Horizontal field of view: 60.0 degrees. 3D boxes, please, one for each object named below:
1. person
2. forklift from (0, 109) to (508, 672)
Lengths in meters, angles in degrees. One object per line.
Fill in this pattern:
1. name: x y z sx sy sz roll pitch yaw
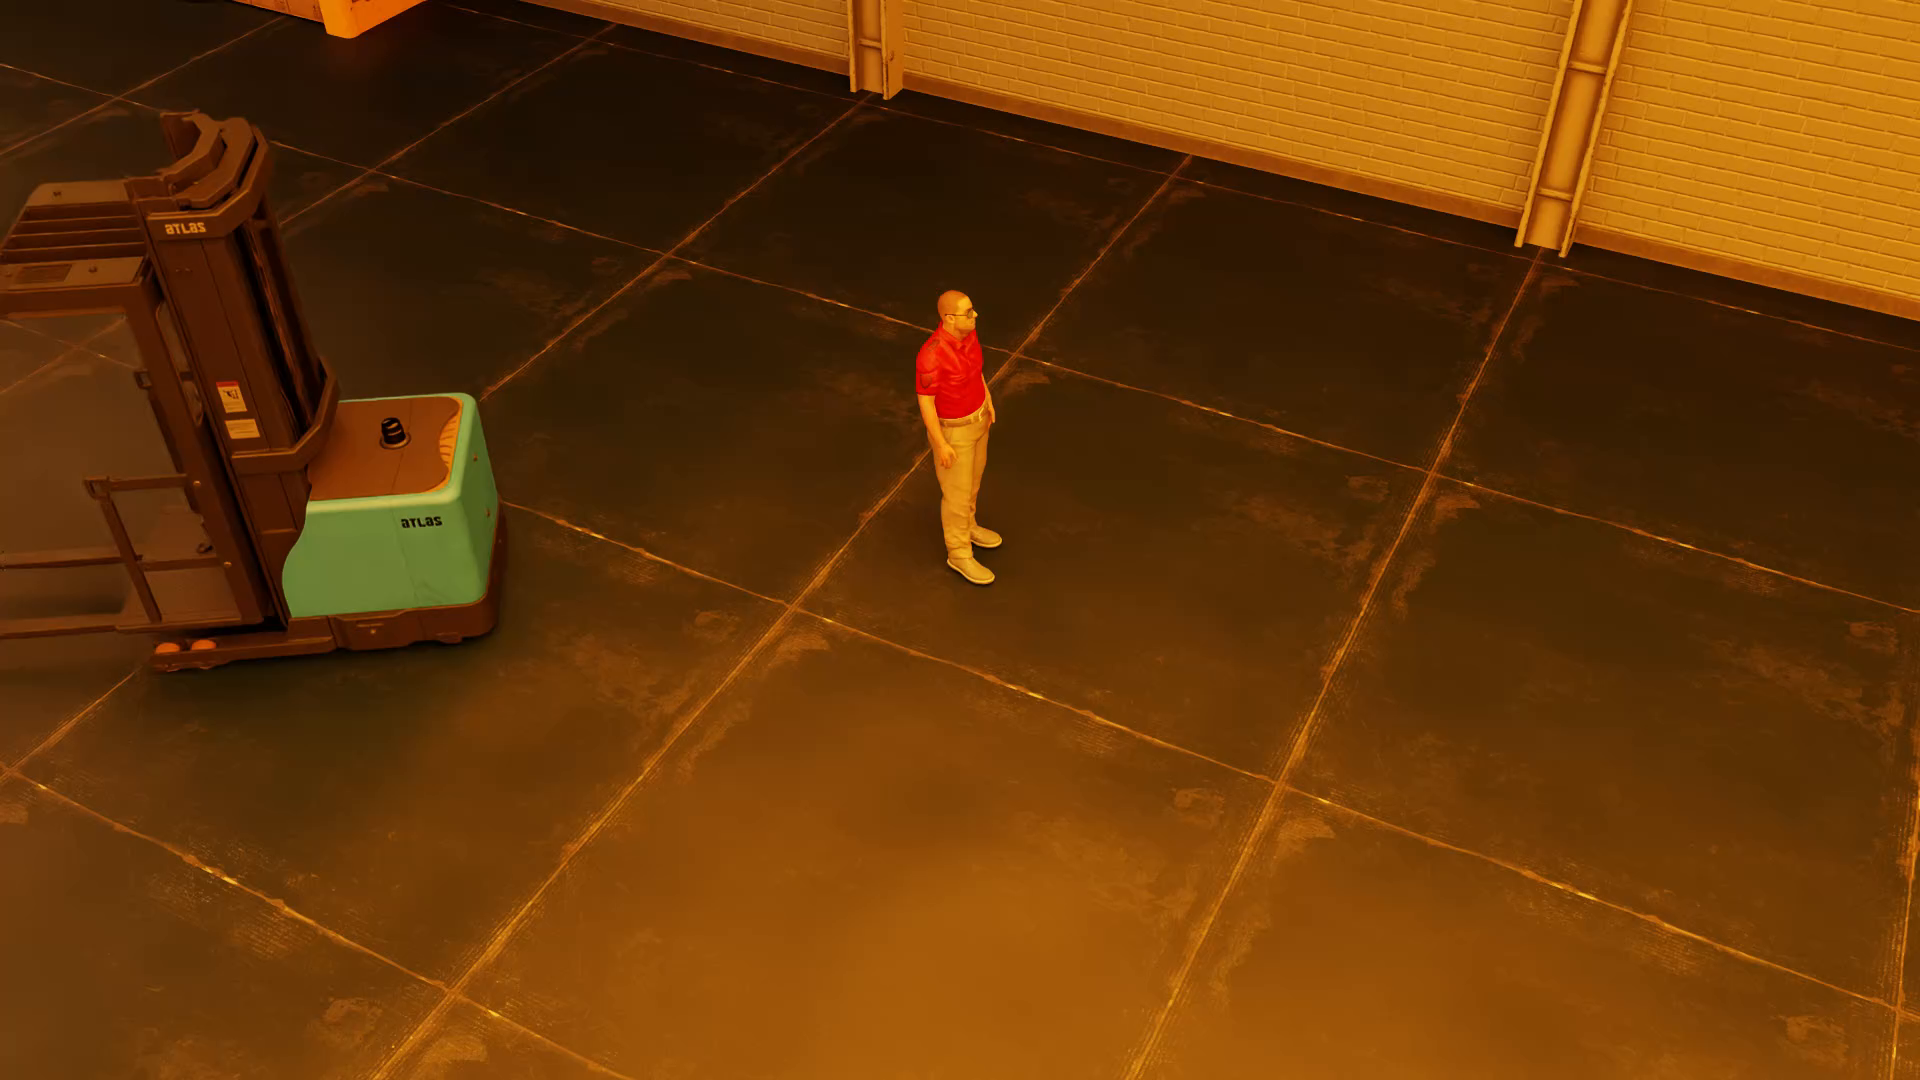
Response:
1. person: 0.075 -0.634 9.660 0.549 1.728 0.641 18 43 21
2. forklift: -4.234 -0.741 8.866 3.031 2.935 1.130 -5 40 -5
